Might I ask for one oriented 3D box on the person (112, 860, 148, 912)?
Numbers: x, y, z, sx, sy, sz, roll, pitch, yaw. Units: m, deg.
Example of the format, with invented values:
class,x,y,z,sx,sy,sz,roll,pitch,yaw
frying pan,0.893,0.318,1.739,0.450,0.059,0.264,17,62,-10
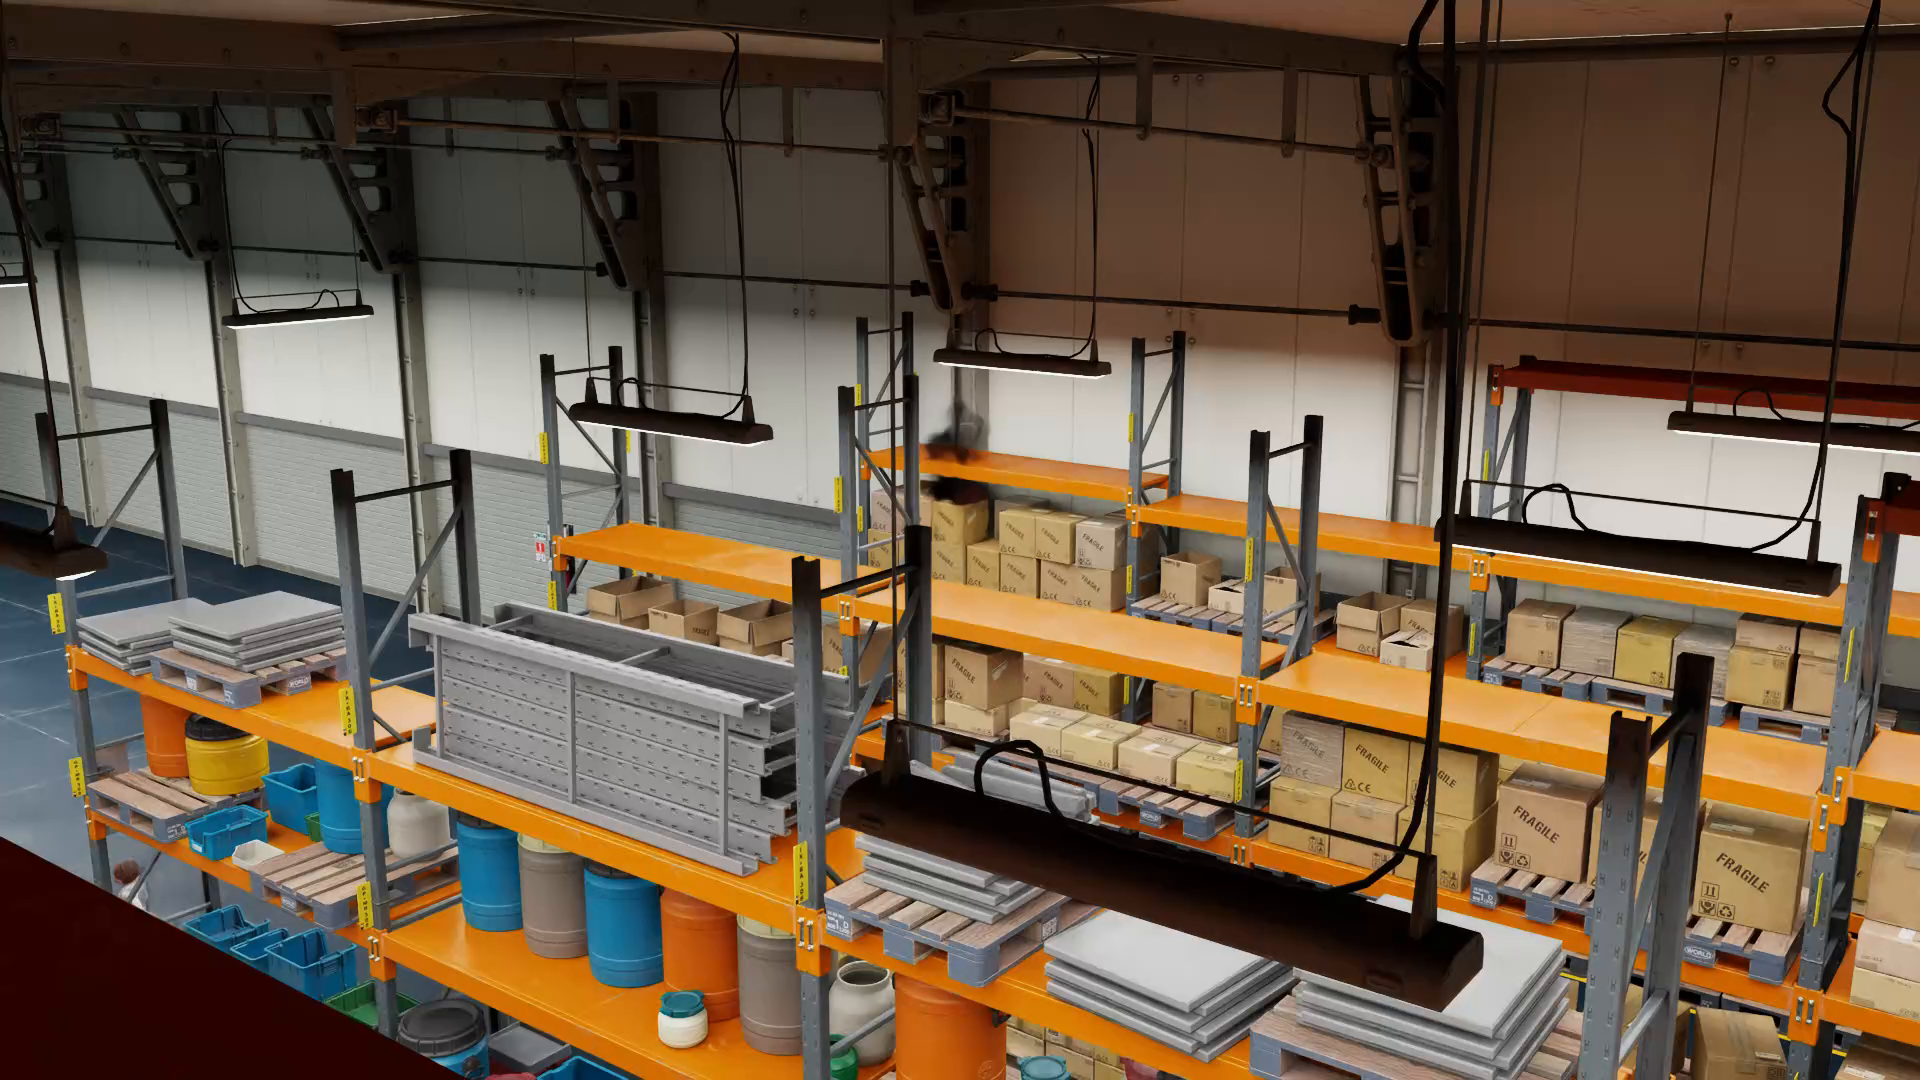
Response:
class,x,y,z,sx,sy,sz,roll,pitch,yaw
person,-7.709,3.741,15.649,0.772,1.599,0.595,-3,13,-13
